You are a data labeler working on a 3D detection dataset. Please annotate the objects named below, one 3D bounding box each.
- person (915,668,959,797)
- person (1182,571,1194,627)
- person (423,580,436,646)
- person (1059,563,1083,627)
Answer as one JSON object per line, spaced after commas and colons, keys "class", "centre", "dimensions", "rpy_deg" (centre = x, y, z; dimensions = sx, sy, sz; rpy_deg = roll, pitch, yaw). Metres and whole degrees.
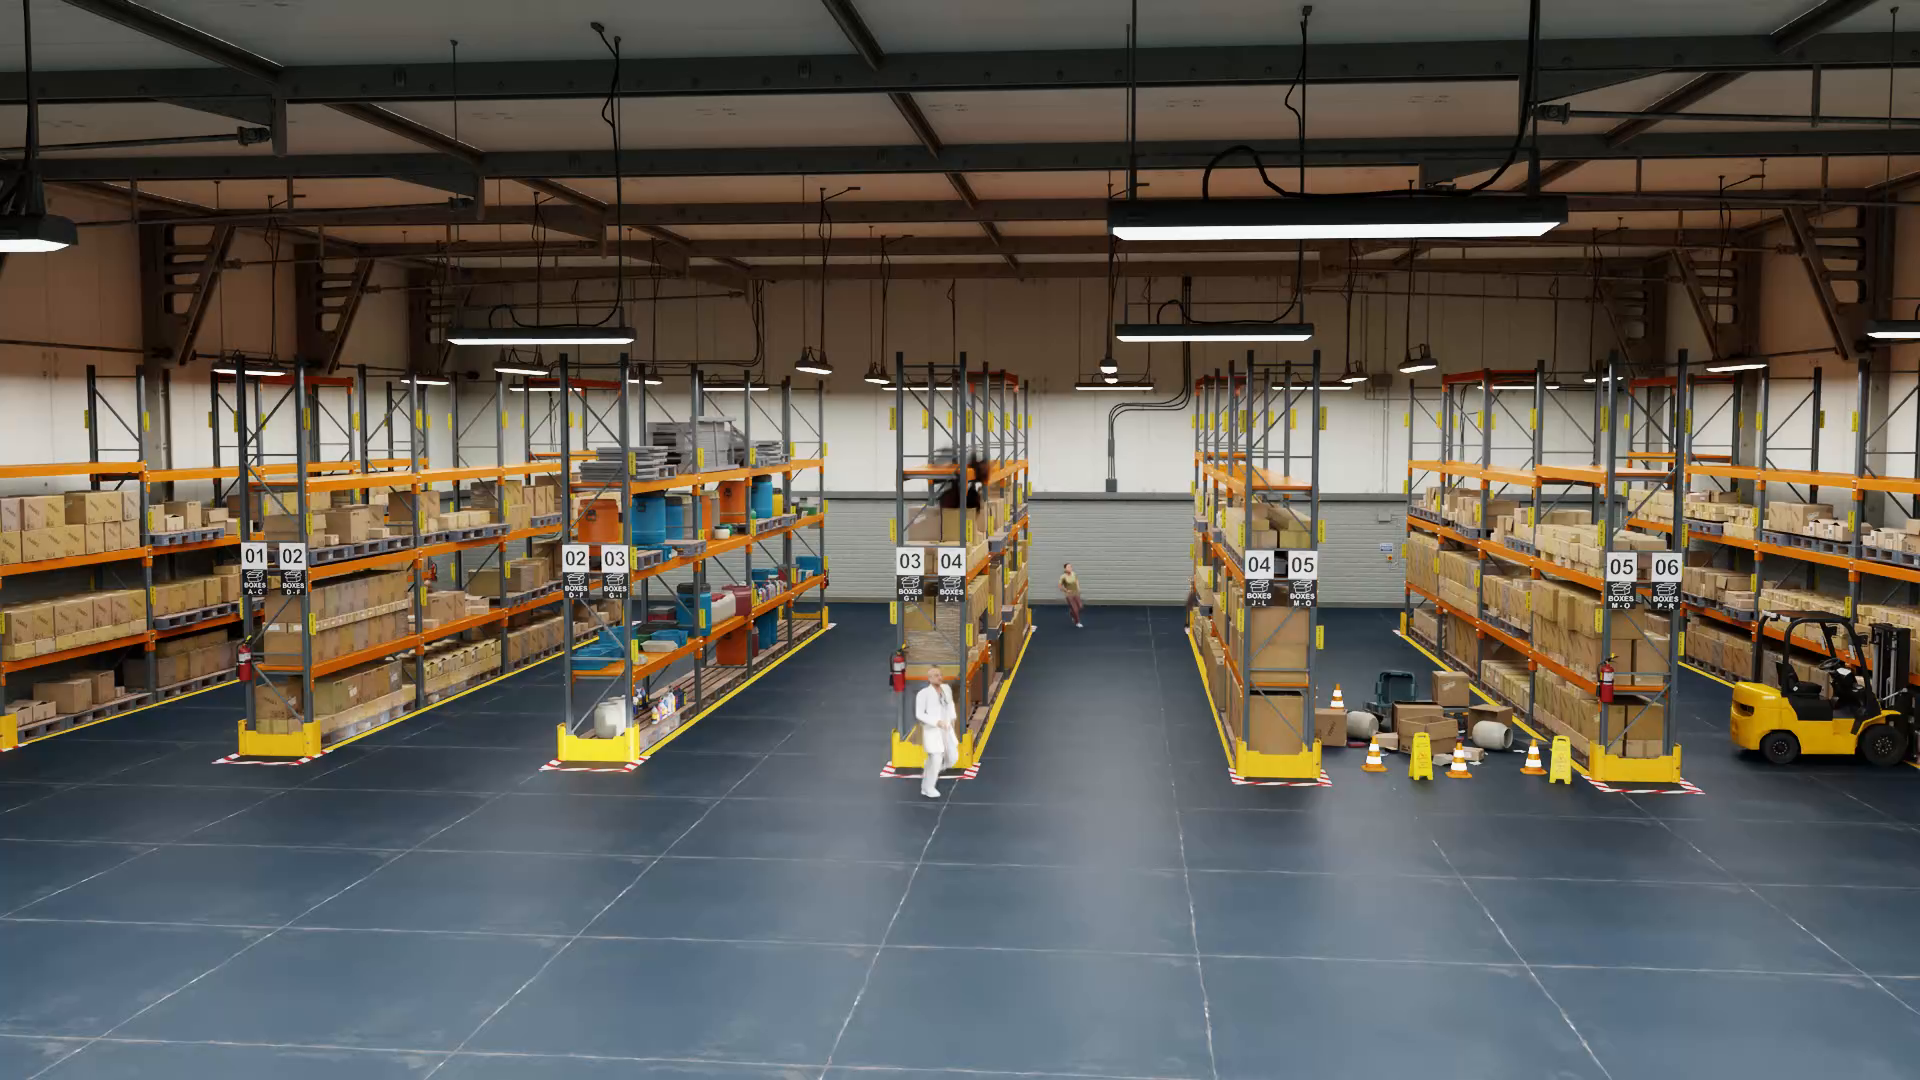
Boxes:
{"class": "person", "centre": [-0.271, 2.554, 22.048], "dimensions": [0.734, 1.732, 0.701], "rpy_deg": [-3, 5, -37]}
{"class": "person", "centre": [5.863, 1.252, 40.810], "dimensions": [0.881, 1.739, 0.664], "rpy_deg": [-2, 5, -31]}
{"class": "person", "centre": [-10.932, 1.701, 34.135], "dimensions": [0.691, 1.763, 0.799], "rpy_deg": [0, 4, 6]}
{"class": "person", "centre": [2.670, 1.336, 40.514], "dimensions": [0.641, 1.576, 0.561], "rpy_deg": [-2, 5, -29]}
